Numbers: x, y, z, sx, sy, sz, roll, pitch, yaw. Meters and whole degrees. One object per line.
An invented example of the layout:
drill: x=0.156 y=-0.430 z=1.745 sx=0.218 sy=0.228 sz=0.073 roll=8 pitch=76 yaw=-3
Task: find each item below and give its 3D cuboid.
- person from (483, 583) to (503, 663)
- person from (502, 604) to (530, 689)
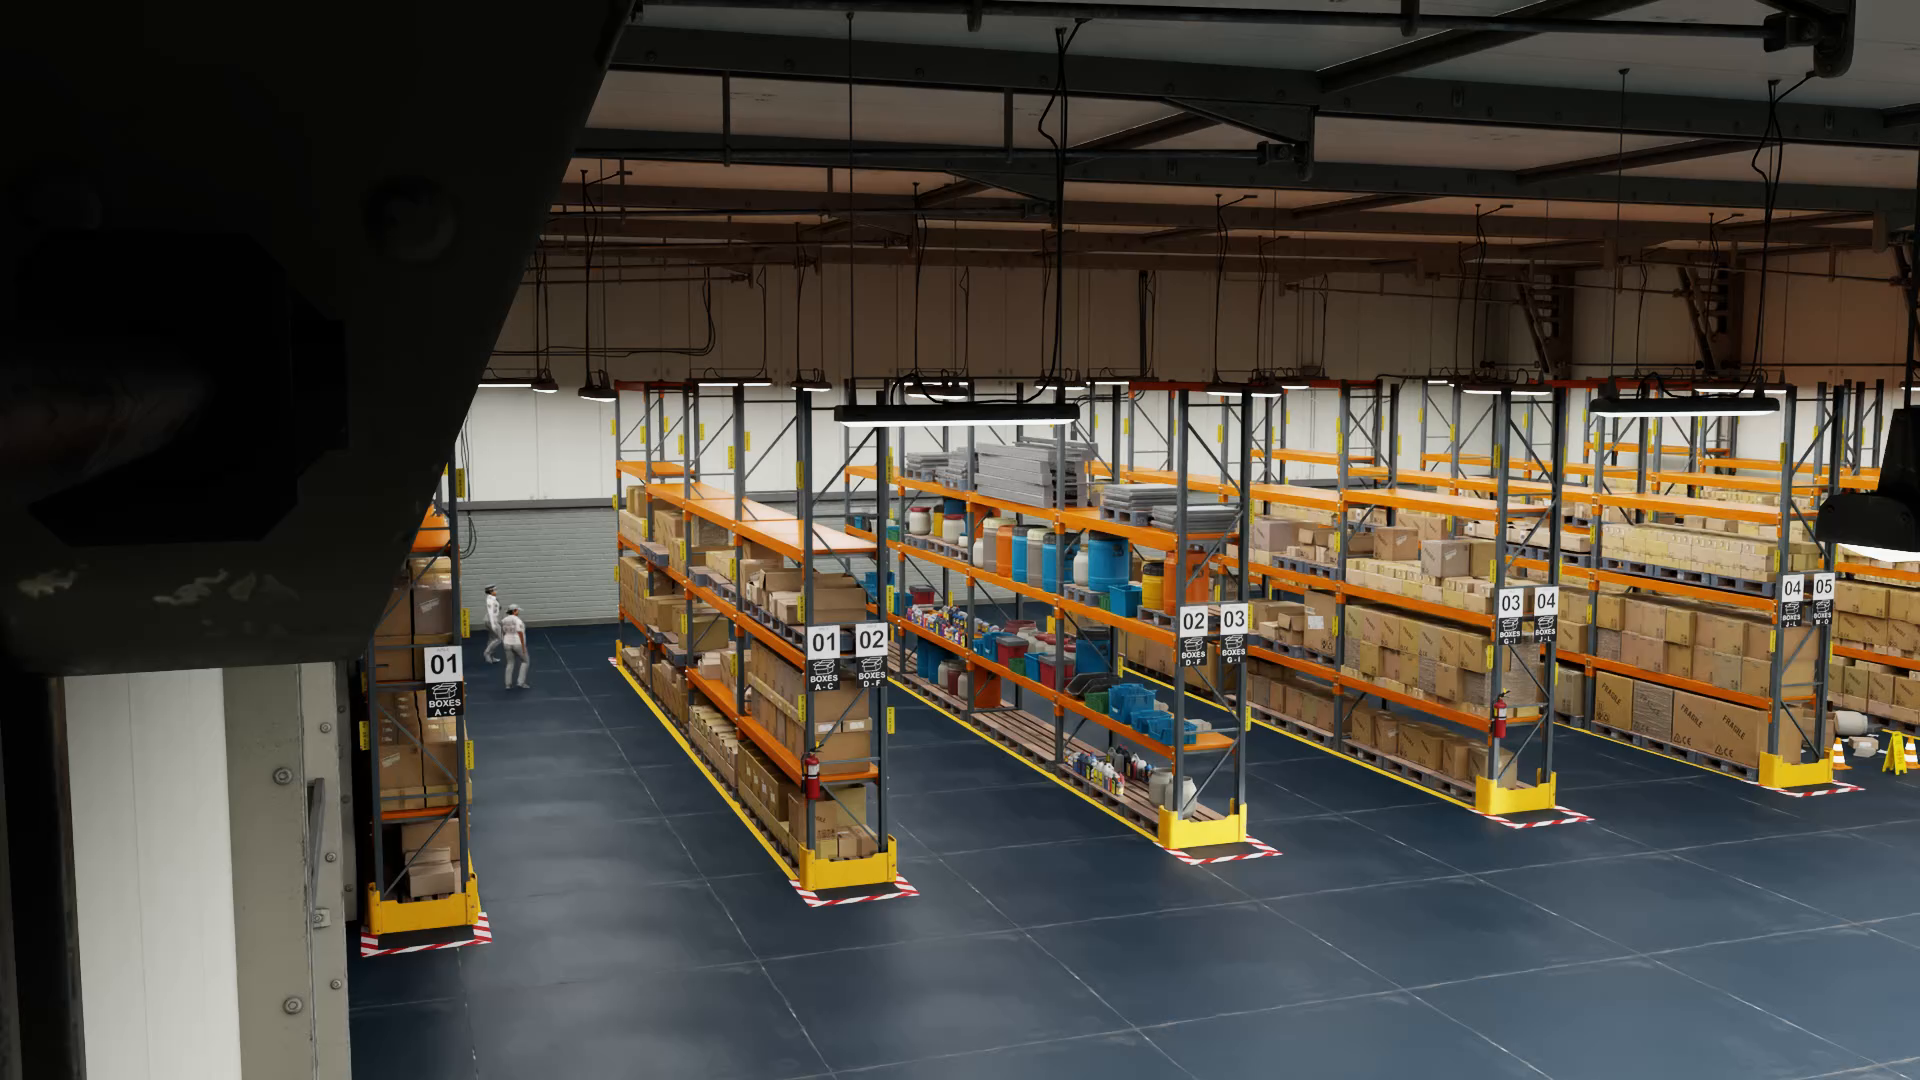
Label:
person: x=-9.923 y=1.755 z=35.230 sx=0.431 sy=1.682 sz=0.510 roll=-3 pitch=7 yaw=-23
person: x=-8.699 y=2.089 z=32.422 sx=0.519 sy=1.684 sz=0.508 roll=2 pitch=6 yaw=17
